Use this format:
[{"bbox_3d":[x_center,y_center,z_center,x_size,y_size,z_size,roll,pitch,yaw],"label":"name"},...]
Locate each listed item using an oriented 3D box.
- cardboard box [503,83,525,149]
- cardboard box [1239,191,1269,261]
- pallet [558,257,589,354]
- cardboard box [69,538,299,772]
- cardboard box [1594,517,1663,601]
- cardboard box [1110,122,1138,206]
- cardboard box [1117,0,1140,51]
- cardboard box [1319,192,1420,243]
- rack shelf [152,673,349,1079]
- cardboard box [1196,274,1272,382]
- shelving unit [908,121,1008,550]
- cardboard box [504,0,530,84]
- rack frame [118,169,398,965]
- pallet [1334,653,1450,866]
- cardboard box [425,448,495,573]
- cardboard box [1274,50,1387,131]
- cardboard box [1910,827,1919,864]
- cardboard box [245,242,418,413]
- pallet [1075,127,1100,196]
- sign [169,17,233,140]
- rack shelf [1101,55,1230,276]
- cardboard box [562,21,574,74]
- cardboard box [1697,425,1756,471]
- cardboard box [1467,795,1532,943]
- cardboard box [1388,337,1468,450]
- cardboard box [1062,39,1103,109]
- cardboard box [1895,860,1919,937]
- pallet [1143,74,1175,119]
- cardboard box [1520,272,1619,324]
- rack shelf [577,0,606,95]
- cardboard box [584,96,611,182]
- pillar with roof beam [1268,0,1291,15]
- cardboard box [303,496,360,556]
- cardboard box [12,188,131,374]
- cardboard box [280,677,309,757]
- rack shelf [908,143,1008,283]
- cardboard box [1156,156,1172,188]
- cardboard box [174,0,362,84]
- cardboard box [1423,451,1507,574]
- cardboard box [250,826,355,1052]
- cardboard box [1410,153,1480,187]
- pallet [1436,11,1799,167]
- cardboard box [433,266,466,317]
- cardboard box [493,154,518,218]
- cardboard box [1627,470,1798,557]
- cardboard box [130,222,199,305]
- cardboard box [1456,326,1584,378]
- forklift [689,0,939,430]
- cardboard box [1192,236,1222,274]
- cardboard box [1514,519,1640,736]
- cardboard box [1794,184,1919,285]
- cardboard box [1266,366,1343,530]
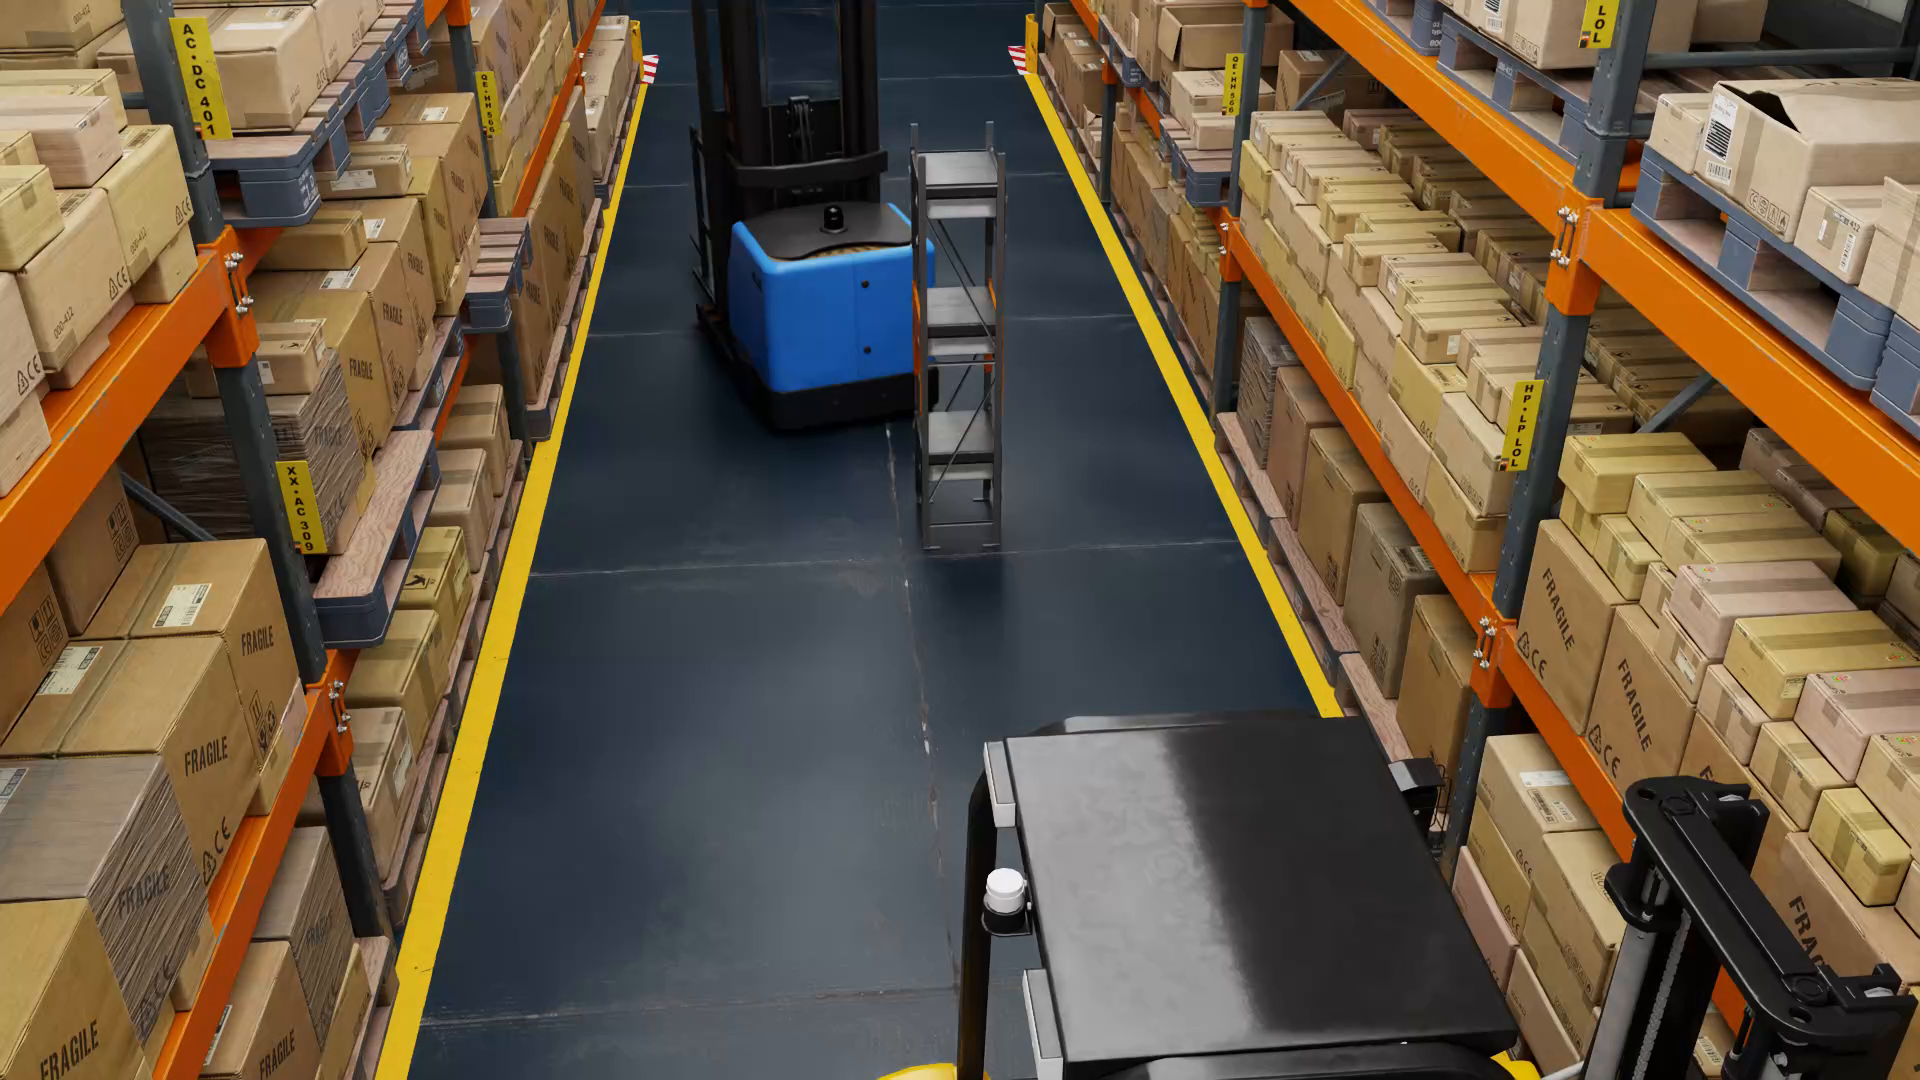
[{"bbox_3d":[-2.803,-2.424,9.542,0.500,0.250,0.500,-2,31,-3],"label":"cardboard box"},{"bbox_3d":[1.786,-1.676,8.778,0.500,0.250,0.500,-3,31,-4],"label":"cardboard box"},{"bbox_3d":[-3.063,-1.570,11.172,1.003,0.211,1.213,-3,31,-5],"label":"pallet"},{"bbox_3d":[-2.291,0.347,4.856,0.500,0.500,0.500,-4,31,-6],"label":"cardboard box"},{"bbox_3d":[2.155,0.049,5.012,0.380,0.149,0.250,-2,31,-3],"label":"cardboard box"},{"bbox_3d":[1.435,-2.871,12.659,0.500,0.500,0.500,-1,31,-2],"label":"cardboard box"},{"bbox_3d":[1.485,-3.722,11.550,0.700,0.500,0.500,-2,31,-4],"label":"cardboard box"},{"bbox_3d":[1.855,-1.465,7.548,0.380,0.149,0.250,-2,31,-4],"label":"cardboard box"},{"bbox_3d":[-2.393,1.633,3.793,1.077,0.370,4.000,-3,31,-5],"label":"rack shelf"},{"bbox_3d":[1.734,-1.292,10.015,0.500,0.500,0.500,-2,31,-3],"label":"cardboard box"},{"bbox_3d":[-0.015,-0.986,8.353,0.431,2.100,0.503,-3,31,-5],"label":"shelving unit"},{"bbox_3d":[-2.846,-2.993,9.762,0.500,0.500,0.500,-2,31,-3],"label":"cardboard box"},{"bbox_3d":[-2.580,0.303,5.318,1.000,3.000,0.127,-3,31,-5],"label":"rack frame"},{"bbox_3d":[2.254,0.886,7.061,1.003,0.211,1.213,-3,31,-5],"label":"pallet"},{"bbox_3d":[-2.834,-0.126,8.189,0.950,0.372,0.625,-3,31,-6],"label":"cardboard box"},{"bbox_3d":[2.095,-2.472,9.457,0.500,0.500,0.500,-1,31,-2],"label":"cardboard box"},{"bbox_3d":[2.343,0.701,3.632,0.380,0.149,0.250,-2,31,-4],"label":"cardboard box"},{"bbox_3d":[-2.419,-0.810,6.383,0.500,0.500,0.500,-3,31,-5],"label":"cardboard box"},{"bbox_3d":[1.551,-3.175,13.859,1.003,0.211,1.213,-3,31,-5],"label":"pallet"},{"bbox_3d":[-2.041,-1.237,4.466,0.100,0.325,0.005,-3,31,-5],"label":"sign"},{"bbox_3d":[1.801,-2.691,11.032,1.077,0.370,4.000,-3,31,-5],"label":"rack shelf"},{"bbox_3d":[-3.035,-3.500,11.831,0.500,0.250,0.500,-3,31,-6],"label":"cardboard box"},{"bbox_3d":[2.569,-0.358,6.083,0.500,0.250,0.500,-3,31,-5],"label":"cardboard box"},{"bbox_3d":[2.099,1.111,5.750,0.500,0.250,0.500,-3,31,-5],"label":"cardboard box"},{"bbox_3d":[2.006,-0.588,6.468,0.500,0.250,0.500,-4,31,-6],"label":"cardboard box"},{"bbox_3d":[1.194,-4.141,14.785,0.500,0.500,0.500,-2,31,-4],"label":"cardboard box"},{"bbox_3d":[2.346,0.835,3.697,0.380,0.149,0.250,-3,31,-5],"label":"cardboard box"},{"bbox_3d":[1.801,-2.889,10.849,1.003,0.211,1.213,-3,31,-5],"label":"pallet"},{"bbox_3d":[2.504,-0.973,6.723,0.380,0.149,0.250,-3,31,-5],"label":"cardboard box"},{"bbox_3d":[-3.515,-4.494,14.050,1.077,0.370,4.000,-3,31,-5],"label":"rack shelf"},{"bbox_3d":[-3.280,-3.187,13.250,0.875,0.438,0.875,-3,31,-5],"label":"cardboard box"},{"bbox_3d":[-1.840,-6.789,11.341,9.100,9.000,0.400,-3,31,-5],"label":"pillar with roof beam"},{"bbox_3d":[-2.317,-0.067,5.772,0.380,0.149,0.250,-2,31,-4],"label":"cardboard box"},{"bbox_3d":[-2.223,-0.578,3.723,0.500,0.250,0.500,-3,31,-5],"label":"cardboard box"},{"bbox_3d":[-2.247,0.560,5.132,0.380,0.149,0.250,-3,31,-5],"label":"cardboard box"},{"bbox_3d":[-0.015,-1.575,8.001,0.431,0.518,0.480,-3,31,-5],"label":"rack shelf"},{"bbox_3d":[1.567,-2.547,11.485,0.380,0.149,0.250,-2,31,-3],"label":"cardboard box"},{"bbox_3d":[-2.284,-1.677,5.444,0.500,0.250,0.500,-3,31,-5],"label":"cardboard box"},{"bbox_3d":[2.054,-0.117,6.167,0.500,0.250,0.500,-2,31,-3],"label":"cardboard box"},{"bbox_3d":[-2.258,1.270,5.239,0.500,0.500,0.500,-3,31,-5],"label":"cardboard box"},{"bbox_3d":[2.411,-1.759,8.039,0.380,0.149,0.250,-3,31,-6],"label":"cardboard box"},{"bbox_3d":[2.266,-1.592,5.752,0.805,0.209,1.217,-4,31,-7],"label":"pallet"},{"bbox_3d":[-2.469,-1.127,7.547,0.380,0.149,0.250,-2,31,-4],"label":"cardboard box"},{"bbox_3d":[-2.749,-1.937,9.214,0.500,0.250,0.500,-3,31,-5],"label":"cardboard box"},{"bbox_3d":[2.228,-0.080,4.939,0.380,0.149,0.250,-2,31,-4],"label":"cardboard box"},{"bbox_3d":[-2.247,-0.730,4.367,0.380,0.149,0.250,-3,31,-4],"label":"cardboard box"},{"bbox_3d":[2.096,-0.680,6.234,0.380,0.149,0.250,-3,31,-5],"label":"cardboard box"},{"bbox_3d":[-1.117,-2.643,10.317,1.130,2.935,3.031,-11,33,-17],"label":"forklift"},{"bbox_3d":[1.633,-1.742,10.138,0.380,0.149,0.250,-4,31,-7],"label":"cardboard box"},{"bbox_3d":[2.143,0.259,5.293,0.500,0.500,0.500,-4,31,-6],"label":"cardboard box"},{"bbox_3d":[2.173,-0.704,3.816,0.380,0.149,0.250,-2,31,-3],"label":"cardboard box"},{"bbox_3d":[2.101,-0.487,8.547,0.875,0.625,0.625,-2,31,-3],"label":"cardboard box"}]
